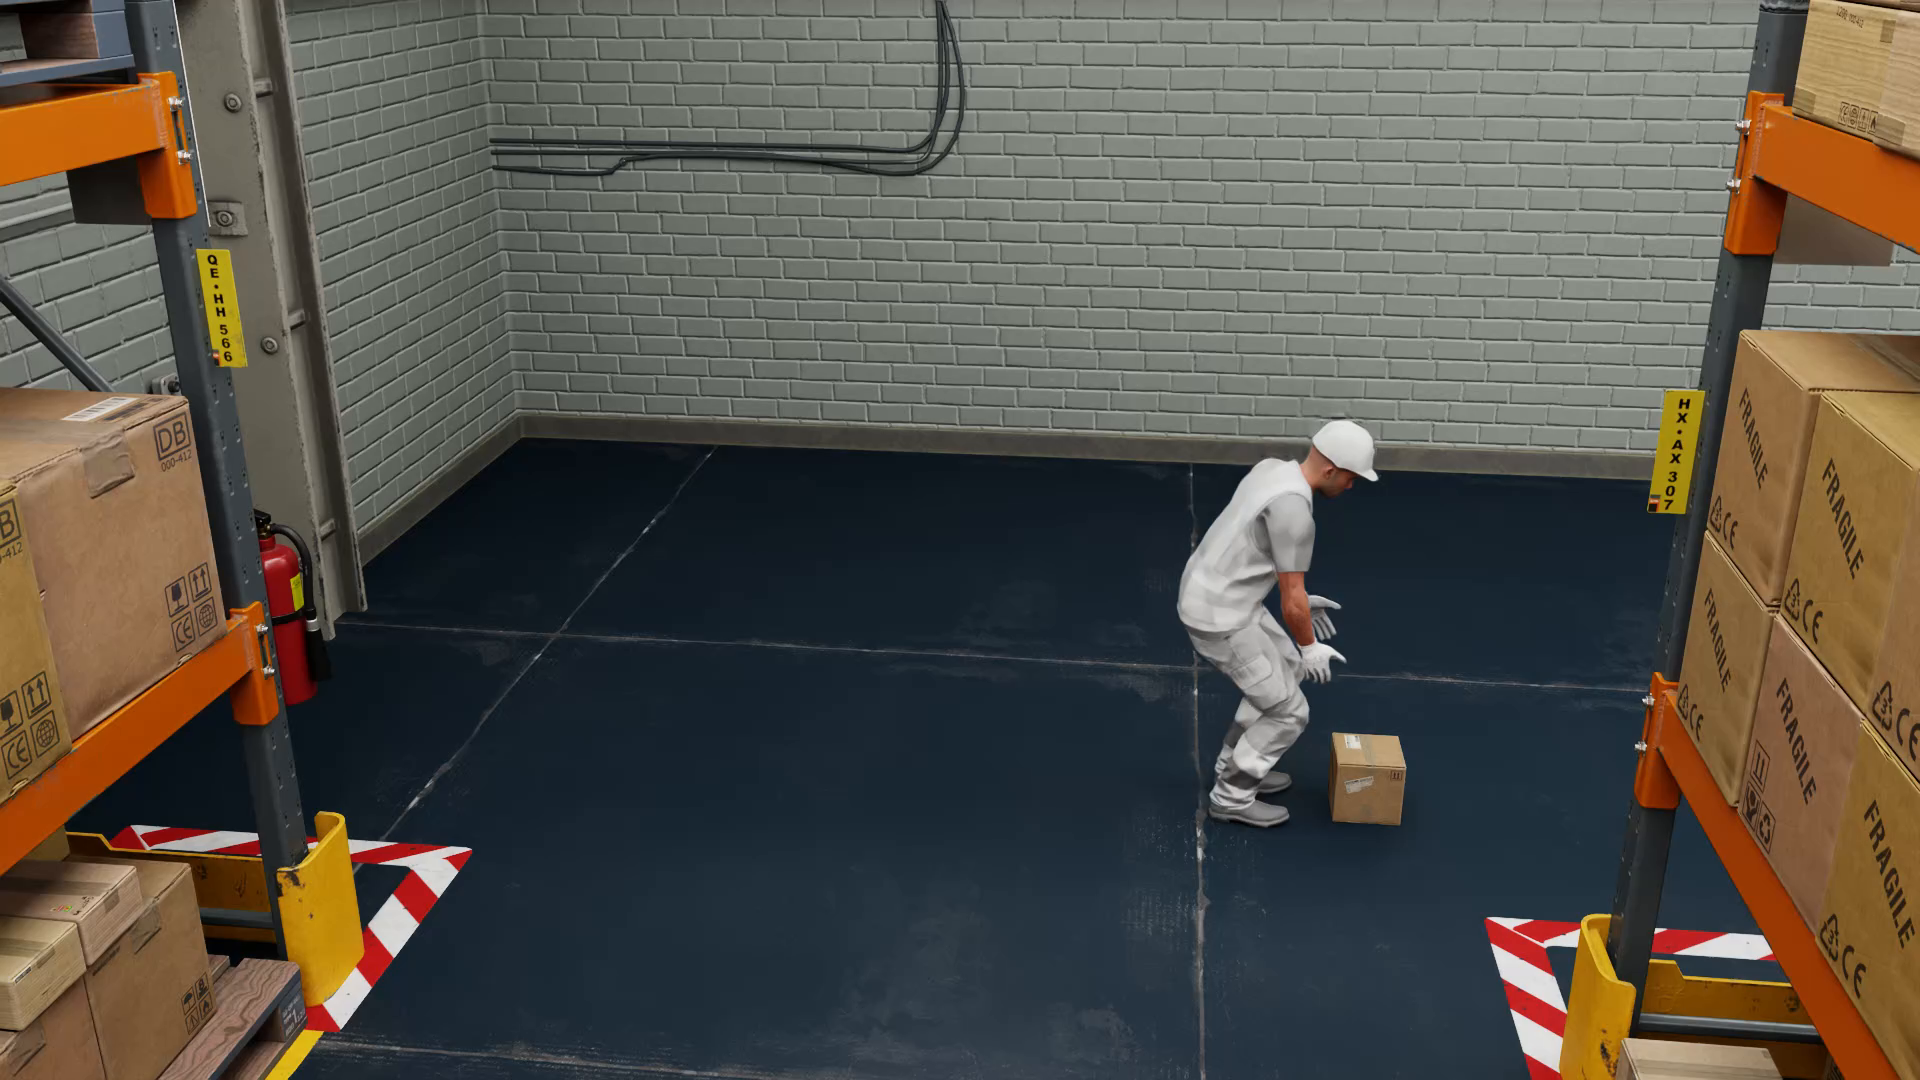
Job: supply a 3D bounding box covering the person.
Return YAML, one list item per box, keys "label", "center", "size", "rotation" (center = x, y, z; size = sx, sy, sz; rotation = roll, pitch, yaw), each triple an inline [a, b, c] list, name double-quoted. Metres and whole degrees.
- label: "person"
  center: [1.150, 0.286, 6.168]
  size: [0.690, 1.528, 0.579]
  rotation: [3, 21, 7]
